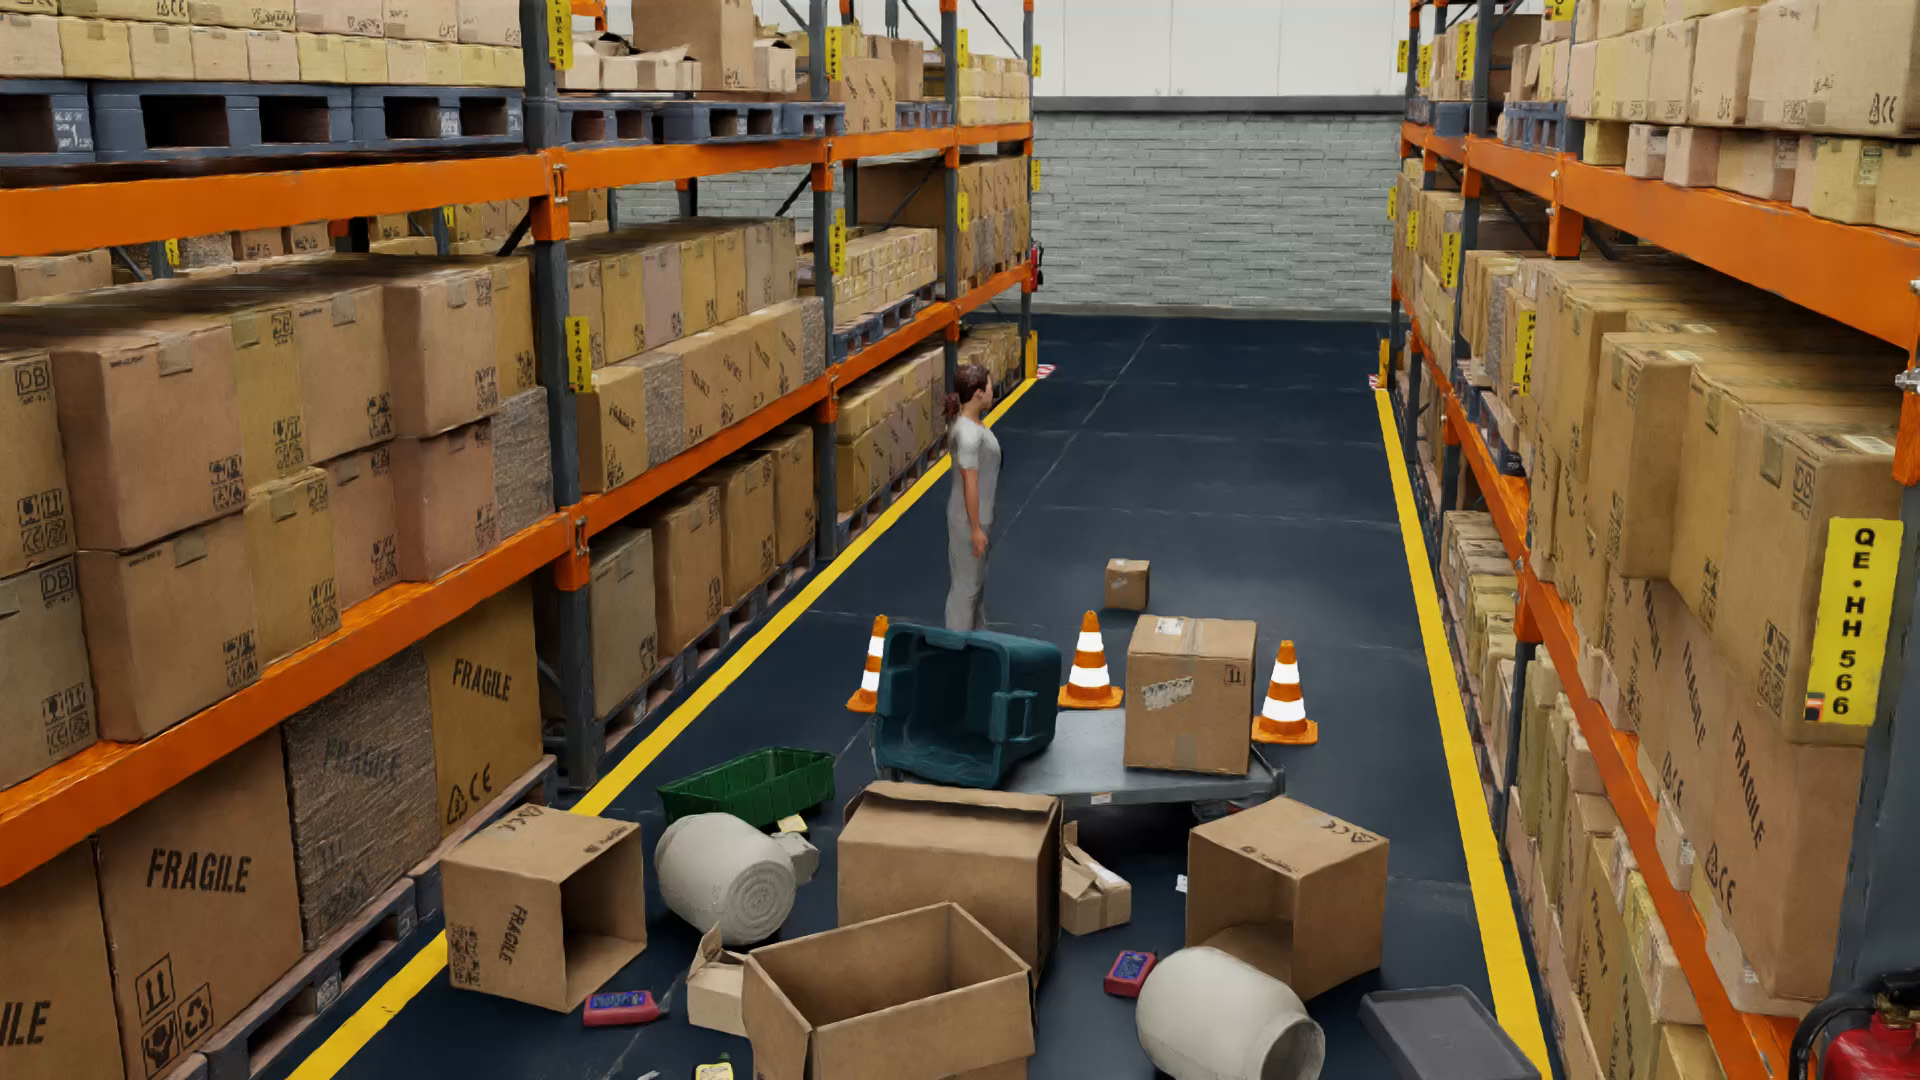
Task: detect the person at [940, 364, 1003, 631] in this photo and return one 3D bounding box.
[{"bbox_3d":[0.081,-0.077,8.776,0.359,1.648,0.527,1,15,3],"label":"person"}]
